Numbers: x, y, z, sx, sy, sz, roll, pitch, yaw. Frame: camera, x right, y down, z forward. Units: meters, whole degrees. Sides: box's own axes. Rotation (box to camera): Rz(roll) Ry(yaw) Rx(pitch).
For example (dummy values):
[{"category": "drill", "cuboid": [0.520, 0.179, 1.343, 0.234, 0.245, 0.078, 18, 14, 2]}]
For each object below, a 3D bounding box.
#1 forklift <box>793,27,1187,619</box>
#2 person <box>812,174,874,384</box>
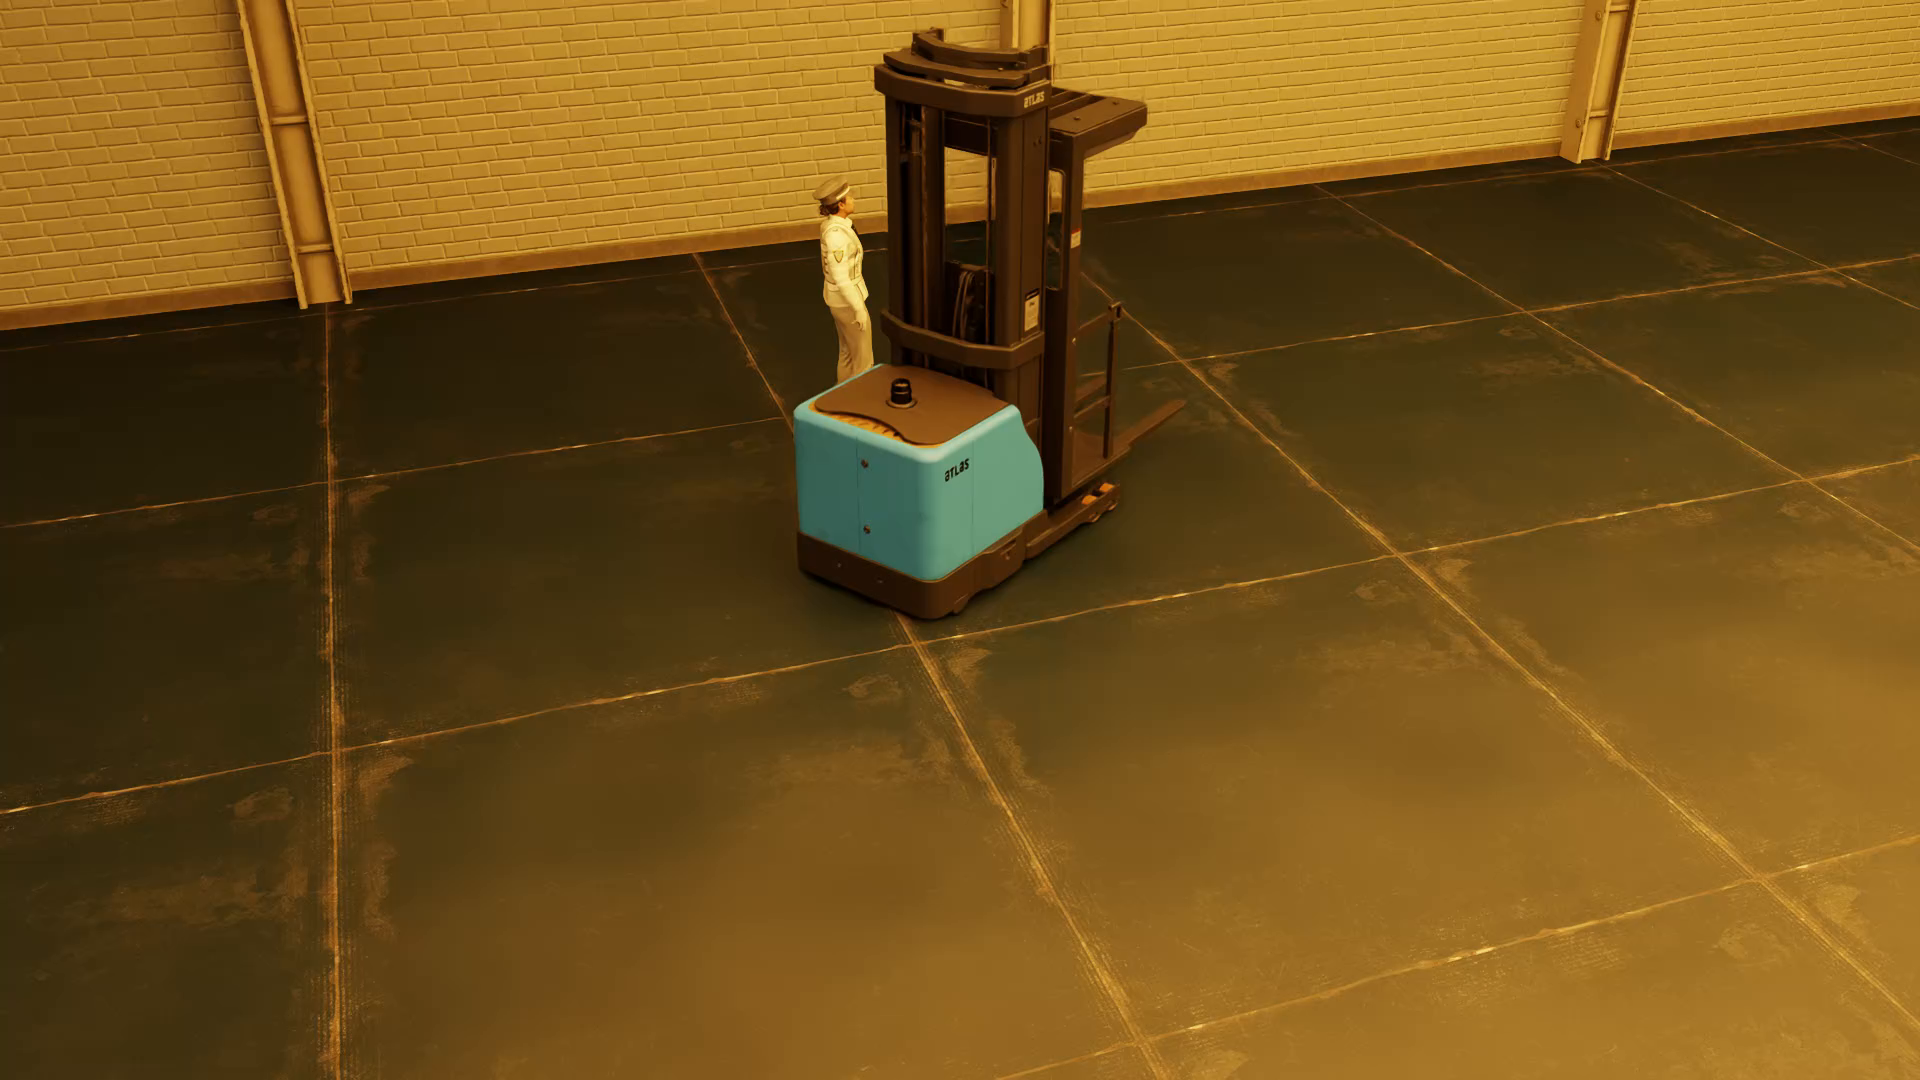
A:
[{"category": "forklift", "cuboid": [0.352, -1.511, 9.714, 1.130, 2.935, 3.031, 21, 36, 32]}, {"category": "person", "cuboid": [-0.680, -1.596, 11.087, 0.531, 1.694, 0.586, -6, 30, -9]}]
